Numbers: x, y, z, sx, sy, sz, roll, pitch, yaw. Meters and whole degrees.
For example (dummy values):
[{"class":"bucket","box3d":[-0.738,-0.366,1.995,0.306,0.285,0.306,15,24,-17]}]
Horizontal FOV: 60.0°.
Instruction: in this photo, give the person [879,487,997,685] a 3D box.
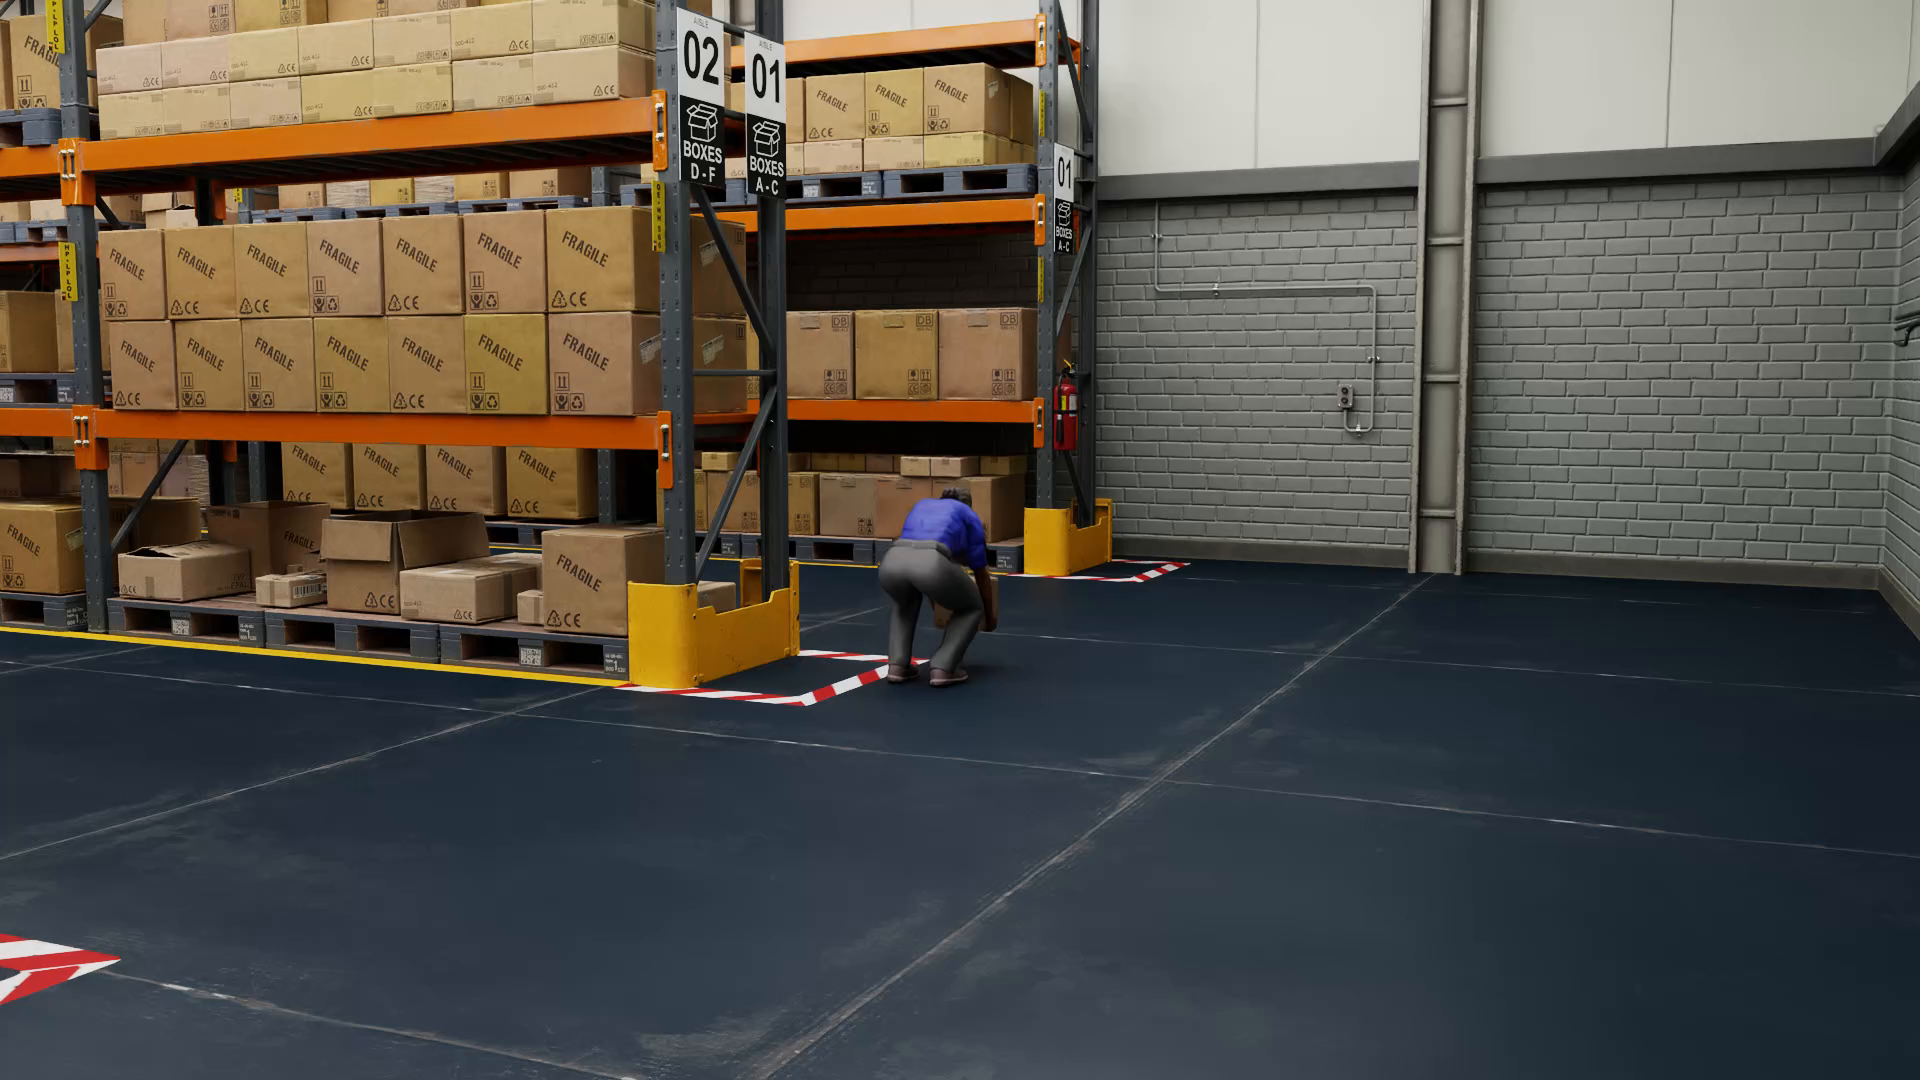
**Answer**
[{"class":"person","box3d":[-0.112,0.219,8.271,0.469,0.940,0.856,2,6,22]}]
